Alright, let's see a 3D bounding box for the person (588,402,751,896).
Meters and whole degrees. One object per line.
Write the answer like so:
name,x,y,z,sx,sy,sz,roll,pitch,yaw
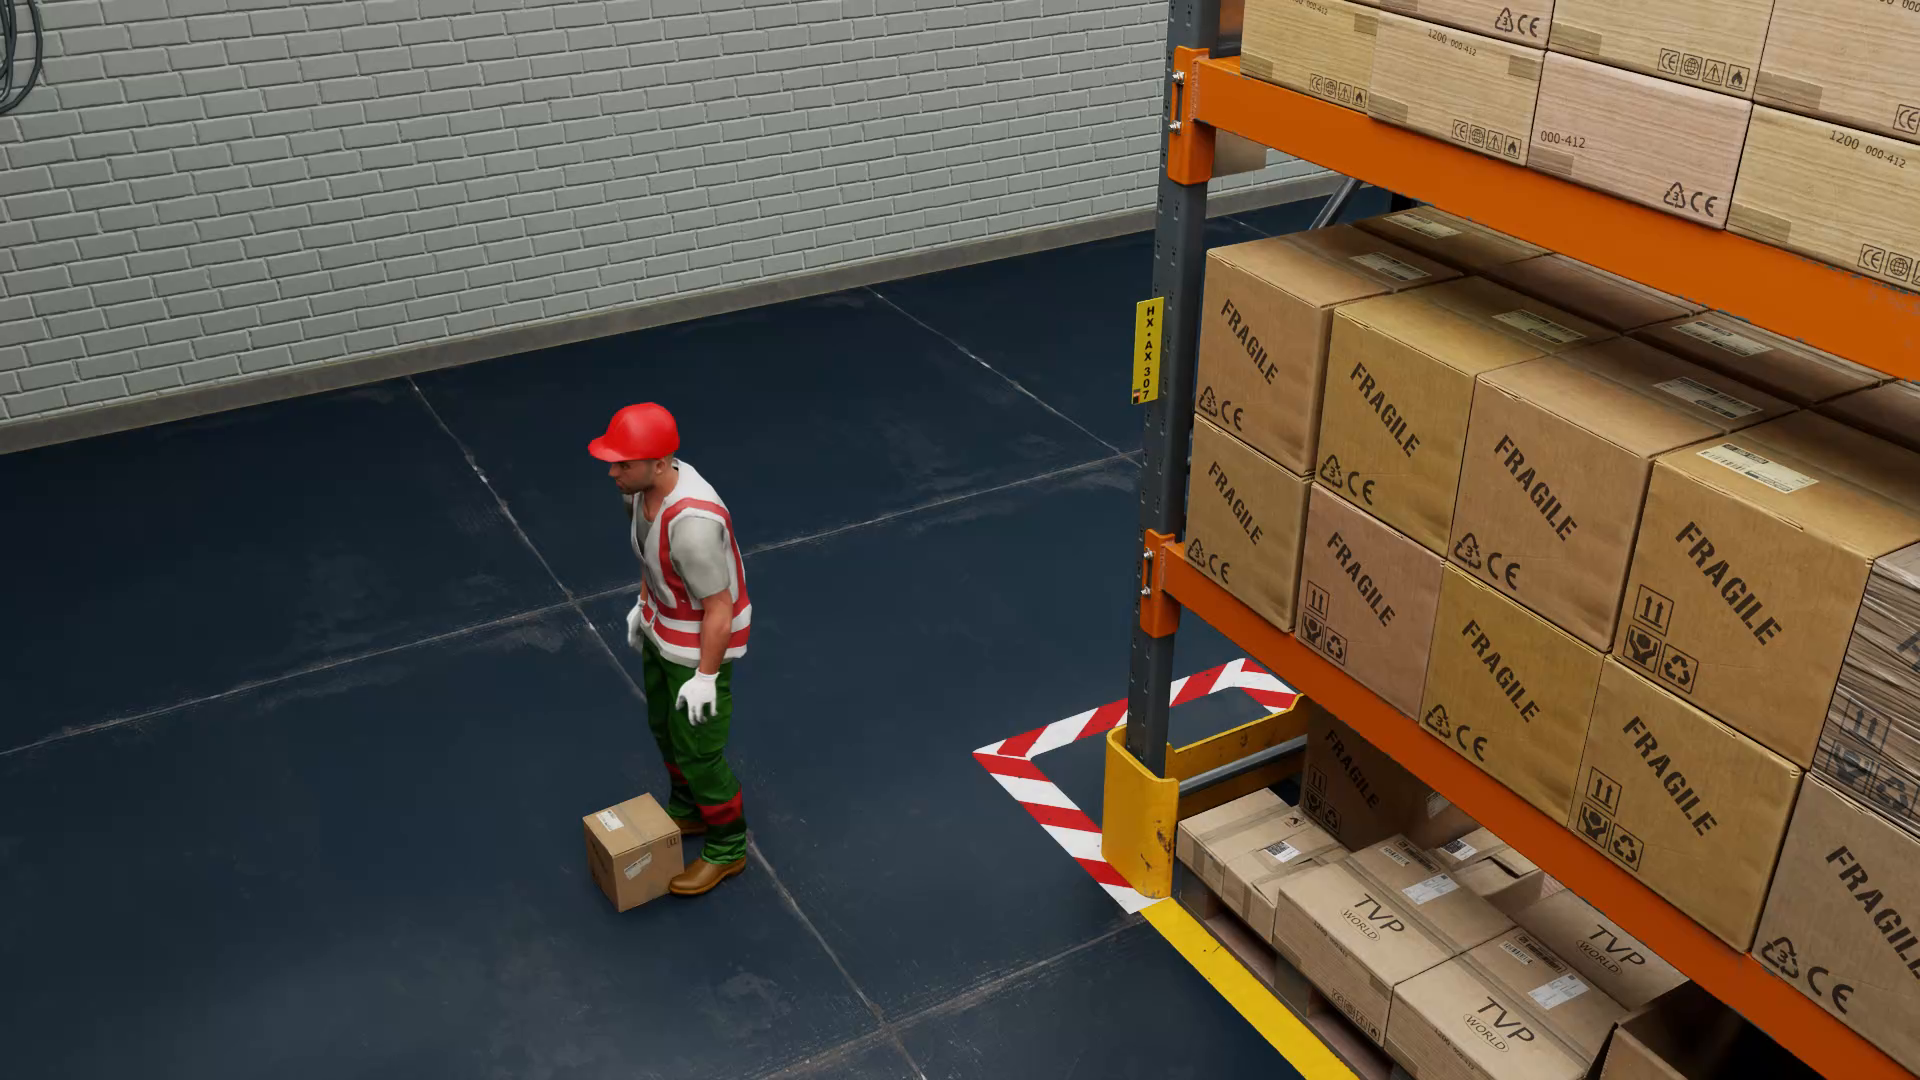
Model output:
person,-0.927,0.351,5.468,0.449,1.780,0.607,-16,32,-26
